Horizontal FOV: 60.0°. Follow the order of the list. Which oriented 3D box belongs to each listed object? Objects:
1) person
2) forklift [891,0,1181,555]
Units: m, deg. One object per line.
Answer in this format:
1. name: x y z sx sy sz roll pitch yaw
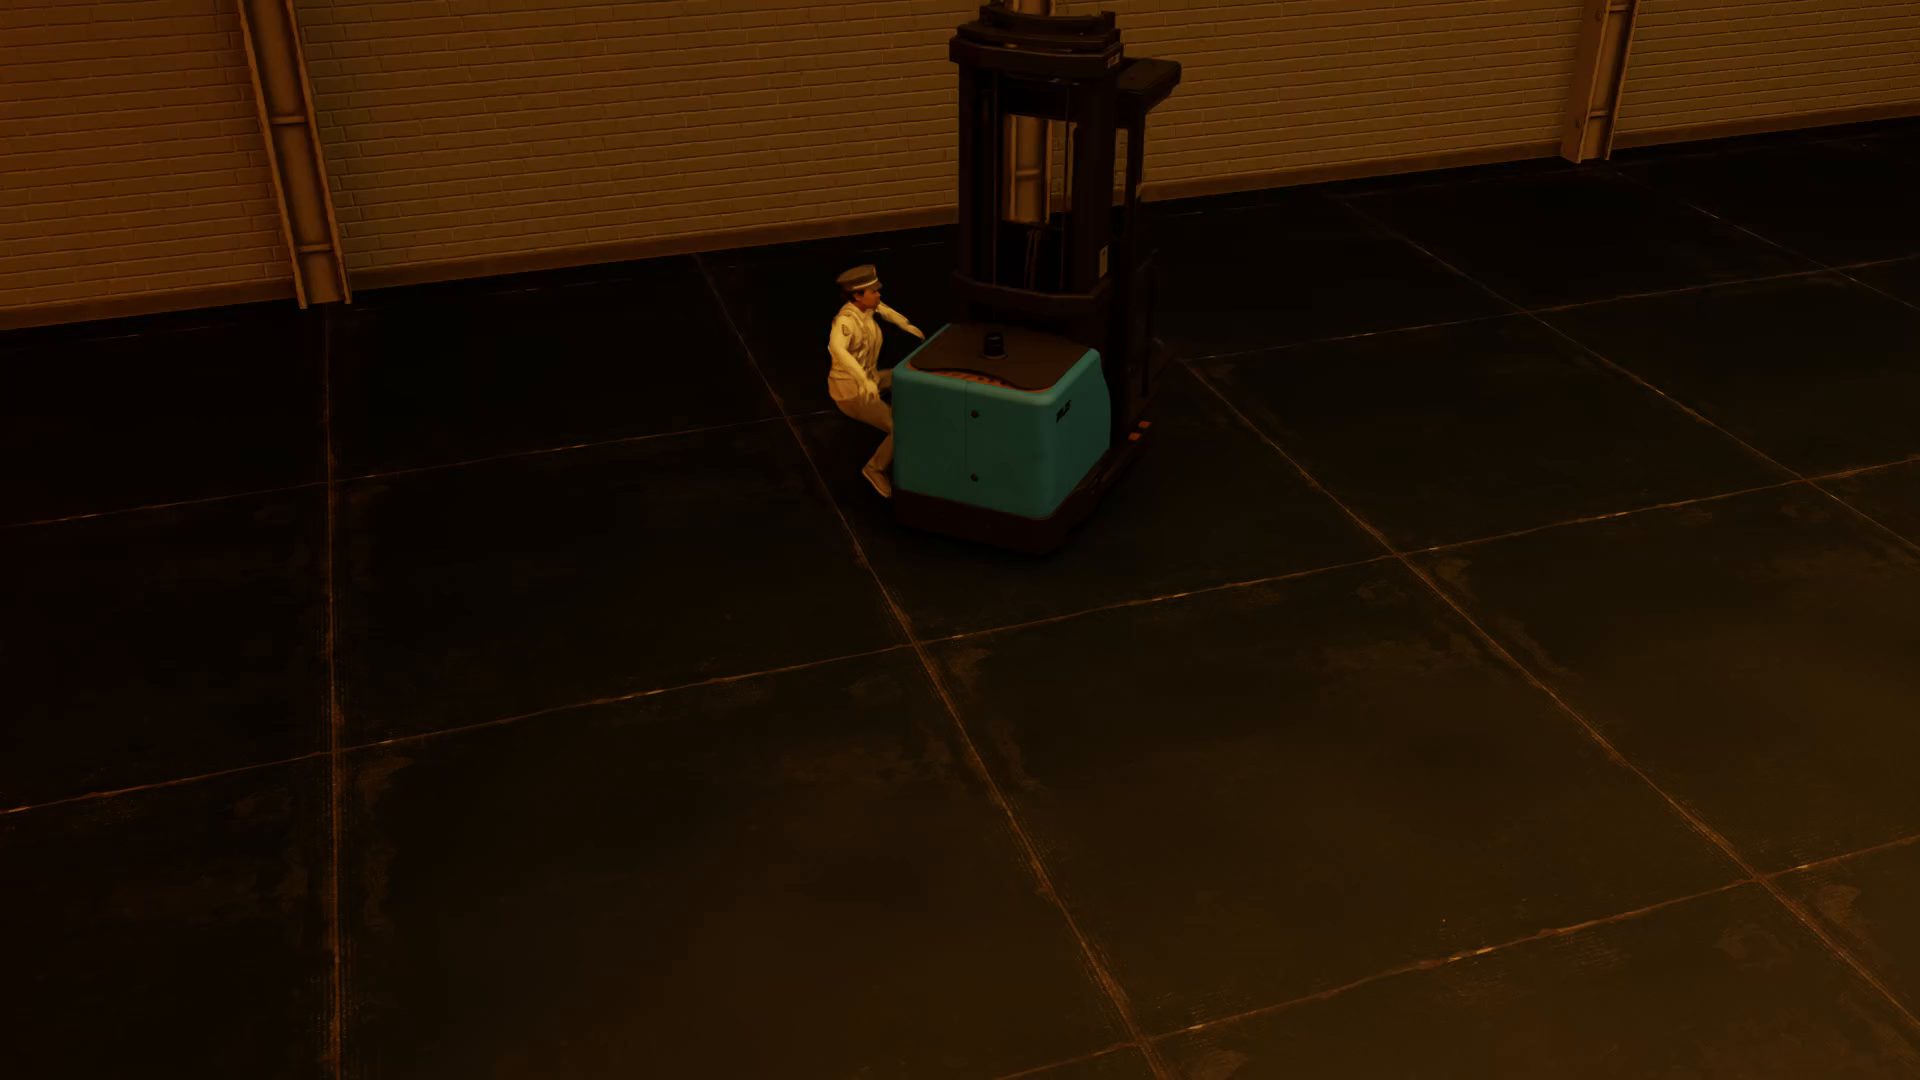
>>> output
1. person: -0.394 -0.971 10.107 0.767 1.454 0.991 9 31 15
2. forklift: 0.664 -1.897 10.384 1.130 2.935 3.031 13 32 21
